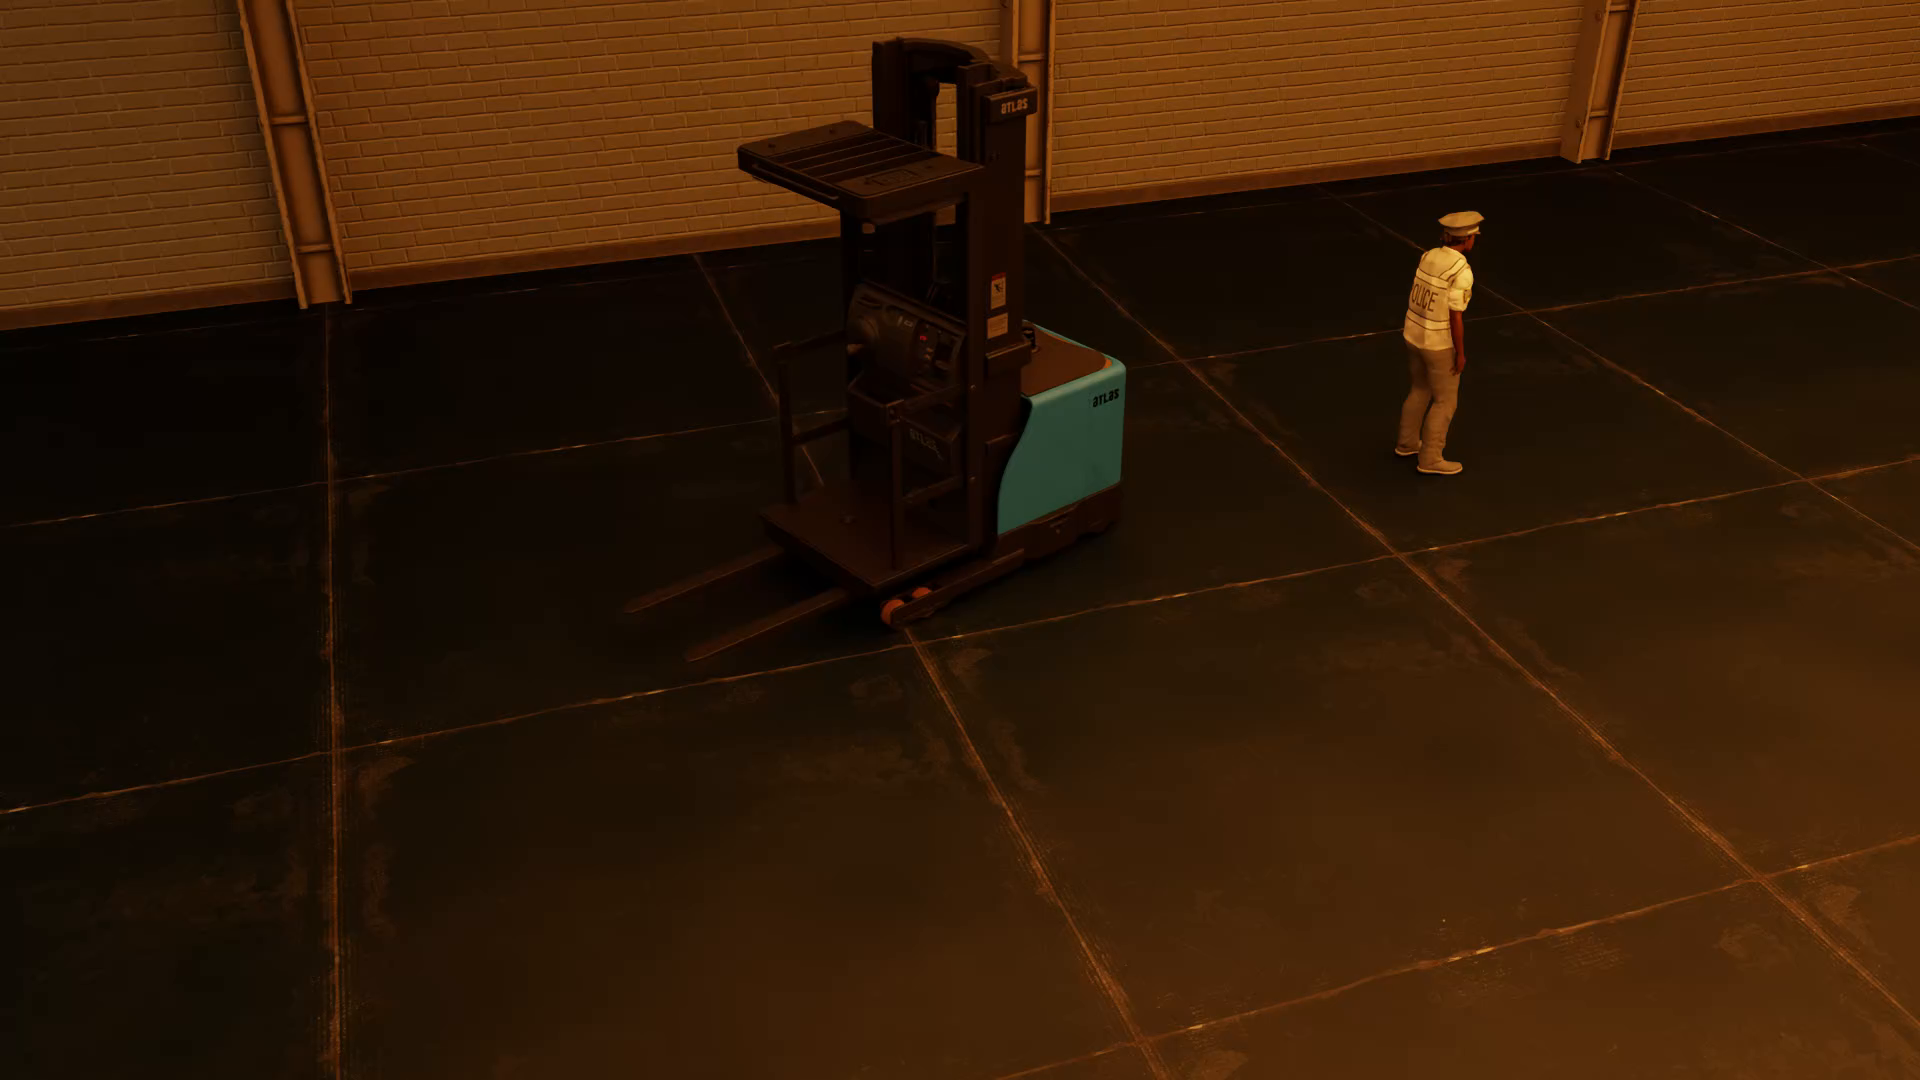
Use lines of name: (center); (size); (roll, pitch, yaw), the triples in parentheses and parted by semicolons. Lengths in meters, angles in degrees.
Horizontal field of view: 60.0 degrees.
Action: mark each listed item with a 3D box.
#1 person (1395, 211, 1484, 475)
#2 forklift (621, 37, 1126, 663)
person: (3.029, -1.243, 10.527); (0.395, 1.658, 0.525); (-11, 32, -18)
forklift: (-0.461, -1.072, 8.951); (3.031, 2.935, 1.130); (-23, 37, -34)
